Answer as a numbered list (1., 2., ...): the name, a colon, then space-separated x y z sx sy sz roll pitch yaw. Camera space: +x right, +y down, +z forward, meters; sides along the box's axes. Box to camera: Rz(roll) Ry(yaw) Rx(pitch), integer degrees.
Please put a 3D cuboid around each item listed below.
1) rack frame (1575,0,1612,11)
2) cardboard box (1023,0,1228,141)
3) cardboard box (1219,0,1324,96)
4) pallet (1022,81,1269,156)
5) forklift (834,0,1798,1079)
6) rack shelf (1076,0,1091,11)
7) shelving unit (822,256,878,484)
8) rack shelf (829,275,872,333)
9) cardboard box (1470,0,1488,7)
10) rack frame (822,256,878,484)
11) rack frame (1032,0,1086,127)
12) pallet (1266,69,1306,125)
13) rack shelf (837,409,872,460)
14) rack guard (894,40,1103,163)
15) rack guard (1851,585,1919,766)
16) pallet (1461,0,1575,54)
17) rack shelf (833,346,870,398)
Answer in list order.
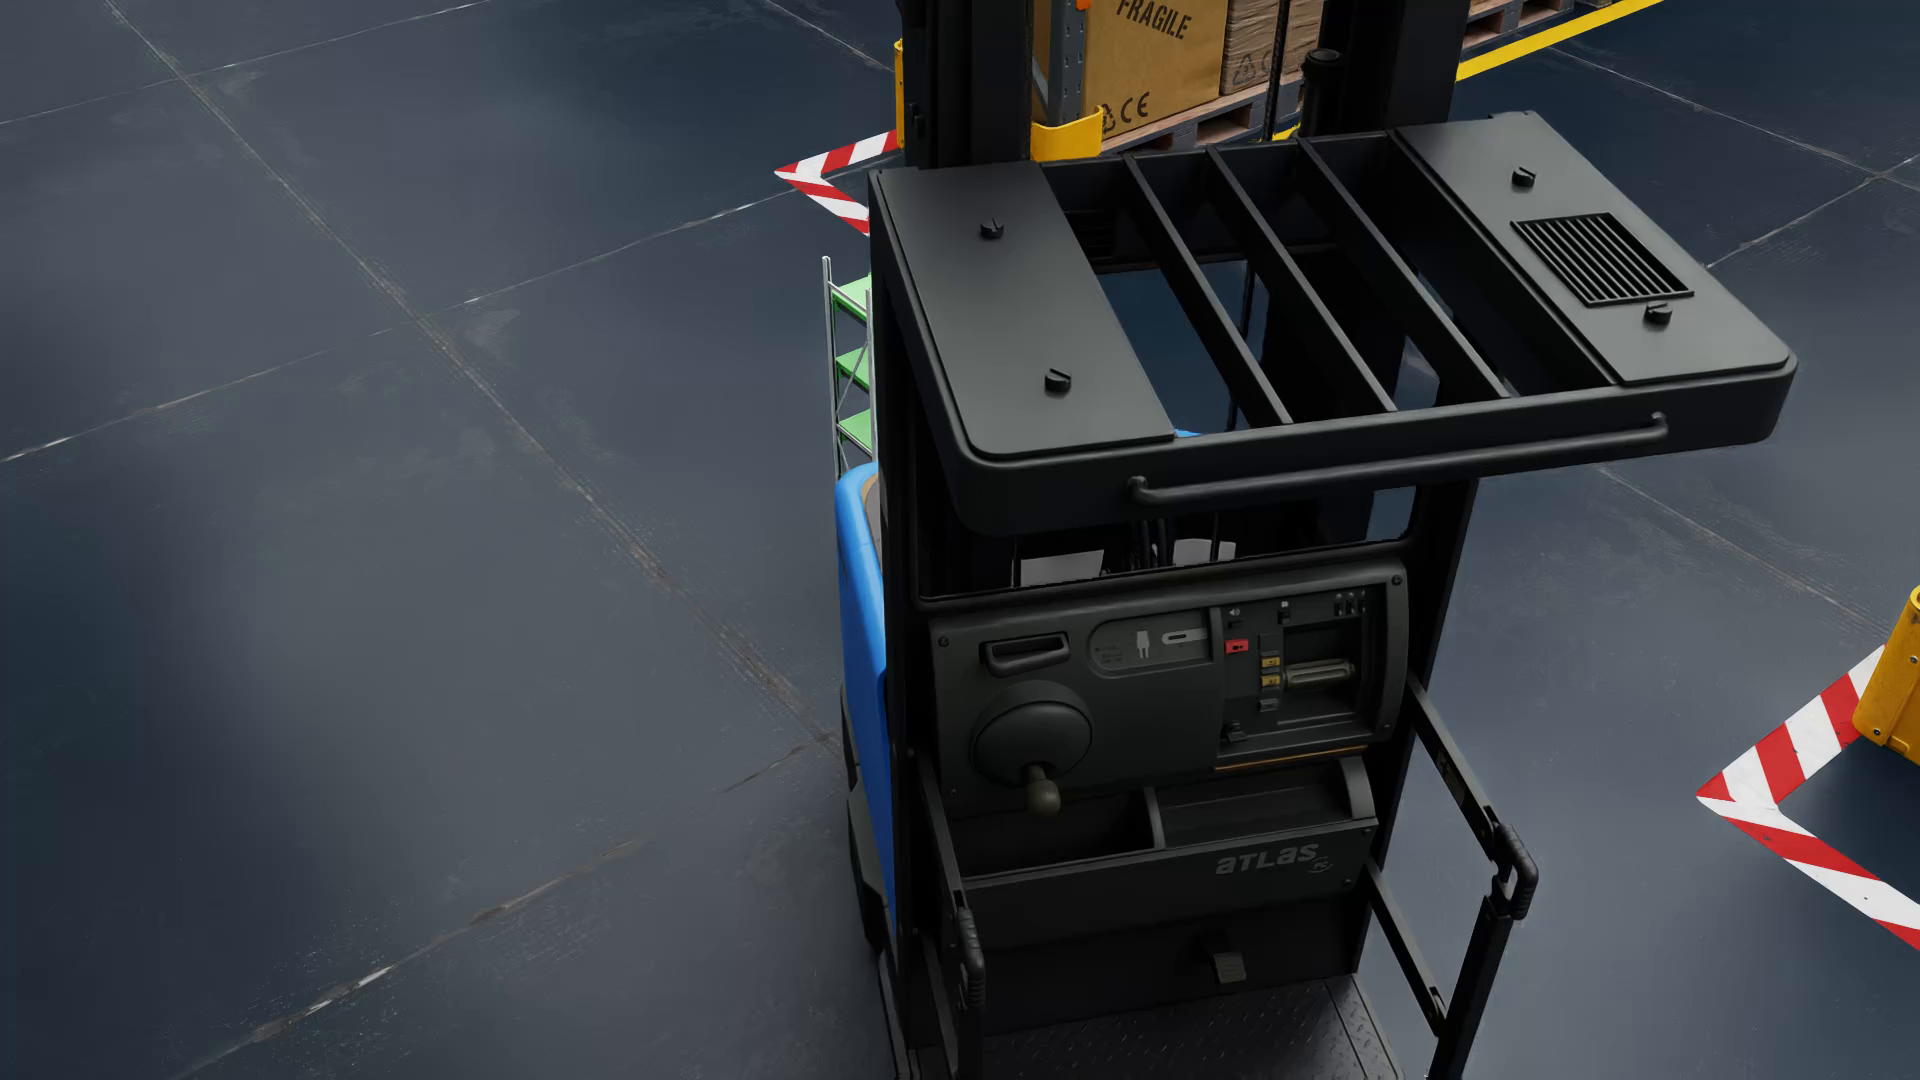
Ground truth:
1. rack frame: 3.349 -4.427 8.782 0.127 3.000 1.000 -26 46 -28
2. cardboard box: 0.636 -2.510 7.788 0.875 0.875 0.875 -26 46 -28
3. cardboard box: 1.358 -2.861 8.217 0.875 0.875 0.875 -26 46 -28
4. pallet: 0.764 -2.151 8.206 1.213 0.211 1.003 -26 46 -28
5. forklift: 0.450 0.360 3.000 1.130 2.935 3.031 -7 40 -9
6. rack shelf: 1.763 -3.376 8.068 4.000 0.370 1.077 -26 46 -28
7. shelving unit: -0.131 -0.400 5.291 0.503 1.200 0.258 -26 46 -28
8. rack shelf: -0.131 -0.722 5.028 0.480 0.148 0.258 -26 46 -28
9. cardboard box: 2.777 -3.553 9.060 0.875 0.875 0.875 -26 46 -28
10. rack frame: -0.325 -0.306 5.177 0.015 1.200 0.240 -26 46 -28
11. rack frame: 0.177 -2.881 6.897 0.127 3.000 1.000 -26 46 -28
12. pallet: 1.730 -2.620 8.778 1.213 0.211 1.003 -26 46 -28
13. rack shelf: -0.131 -0.351 5.332 0.480 0.148 0.258 -26 46 -28
14. rack guard: 0.158 -1.905 7.679 0.348 0.500 1.175 -26 46 -28
15. rack guard: 3.184 0.592 4.634 0.348 0.500 1.175 -26 46 -28
16. pallet: 2.698 -3.094 9.356 1.213 0.211 1.003 -26 46 -28
17. rack shelf: -0.131 -0.536 5.180 0.480 0.148 0.258 -26 46 -28
